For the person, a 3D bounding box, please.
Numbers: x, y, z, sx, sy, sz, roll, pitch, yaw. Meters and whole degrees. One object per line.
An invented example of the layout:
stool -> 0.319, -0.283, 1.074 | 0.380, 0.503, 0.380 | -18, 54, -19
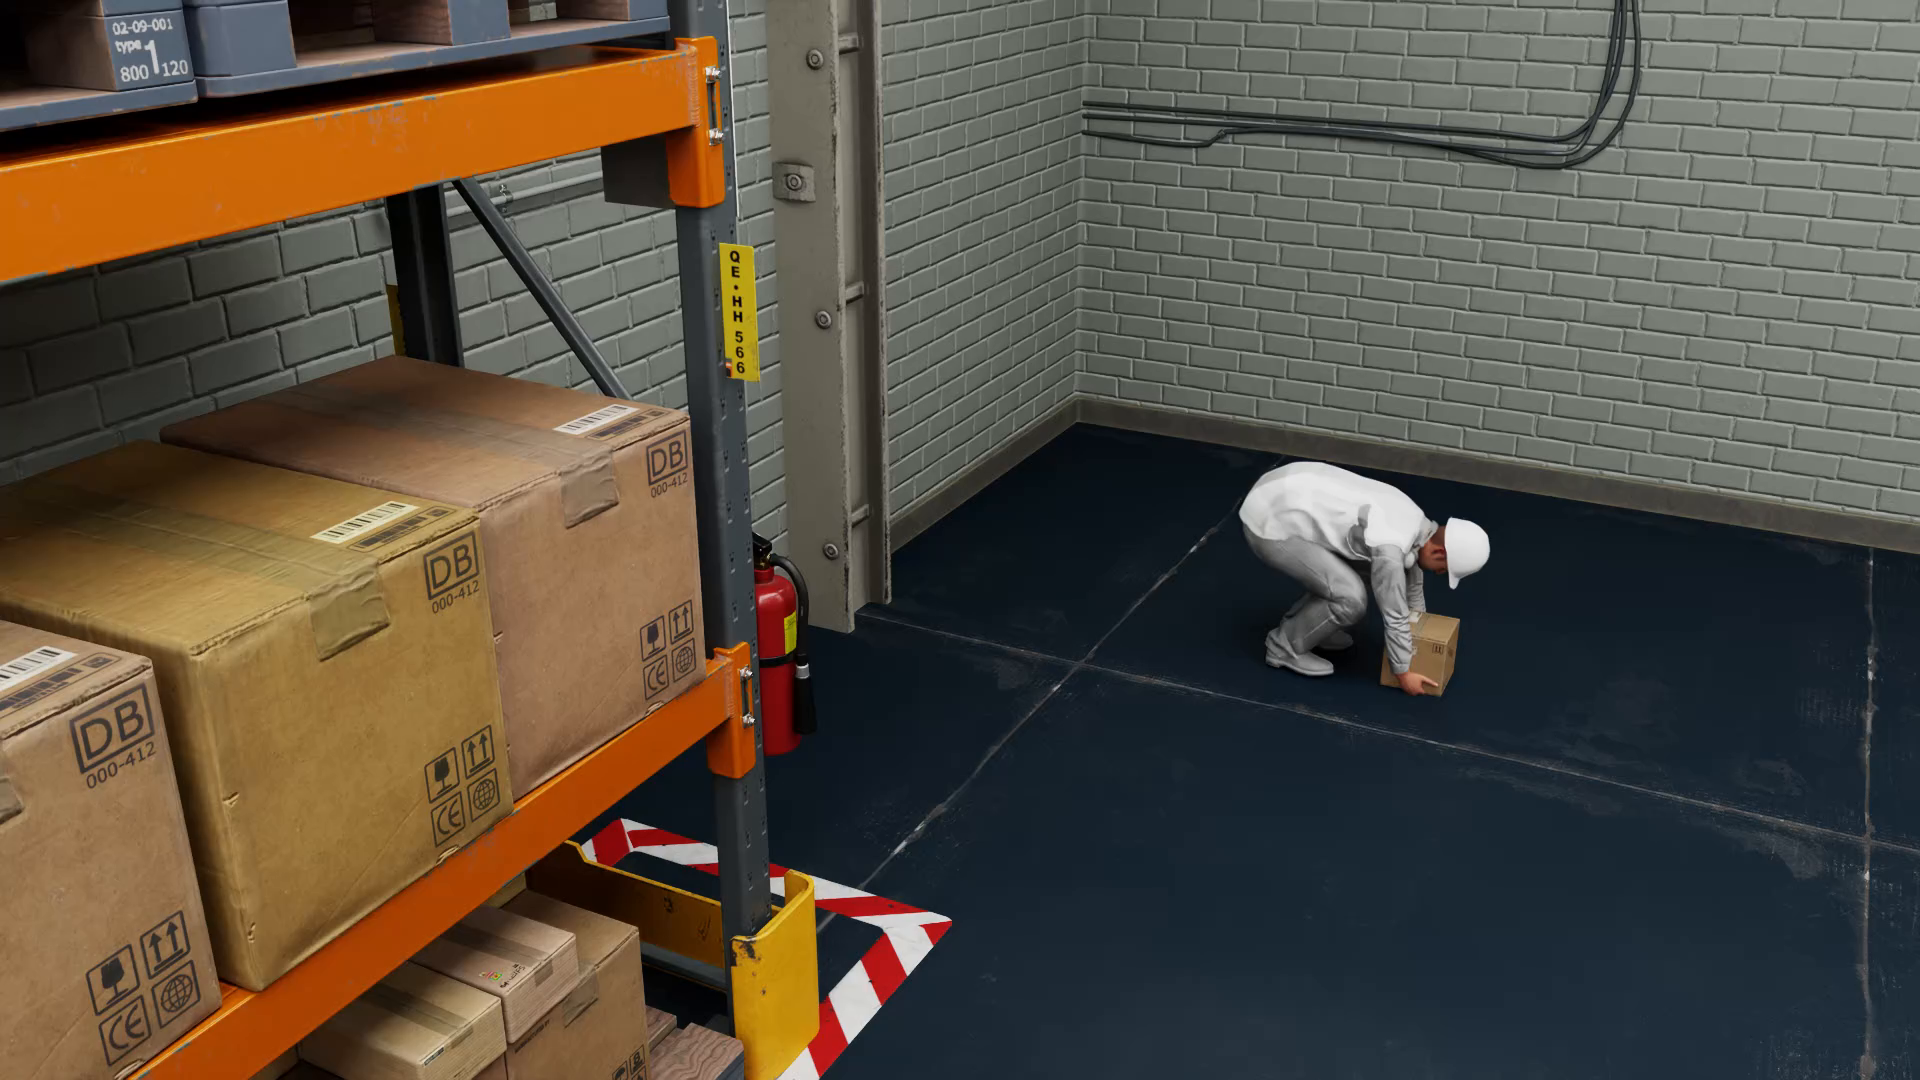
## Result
person -> 1.666, 0.135, 6.932 | 1.004, 0.885, 0.518 | 10, 25, 23
